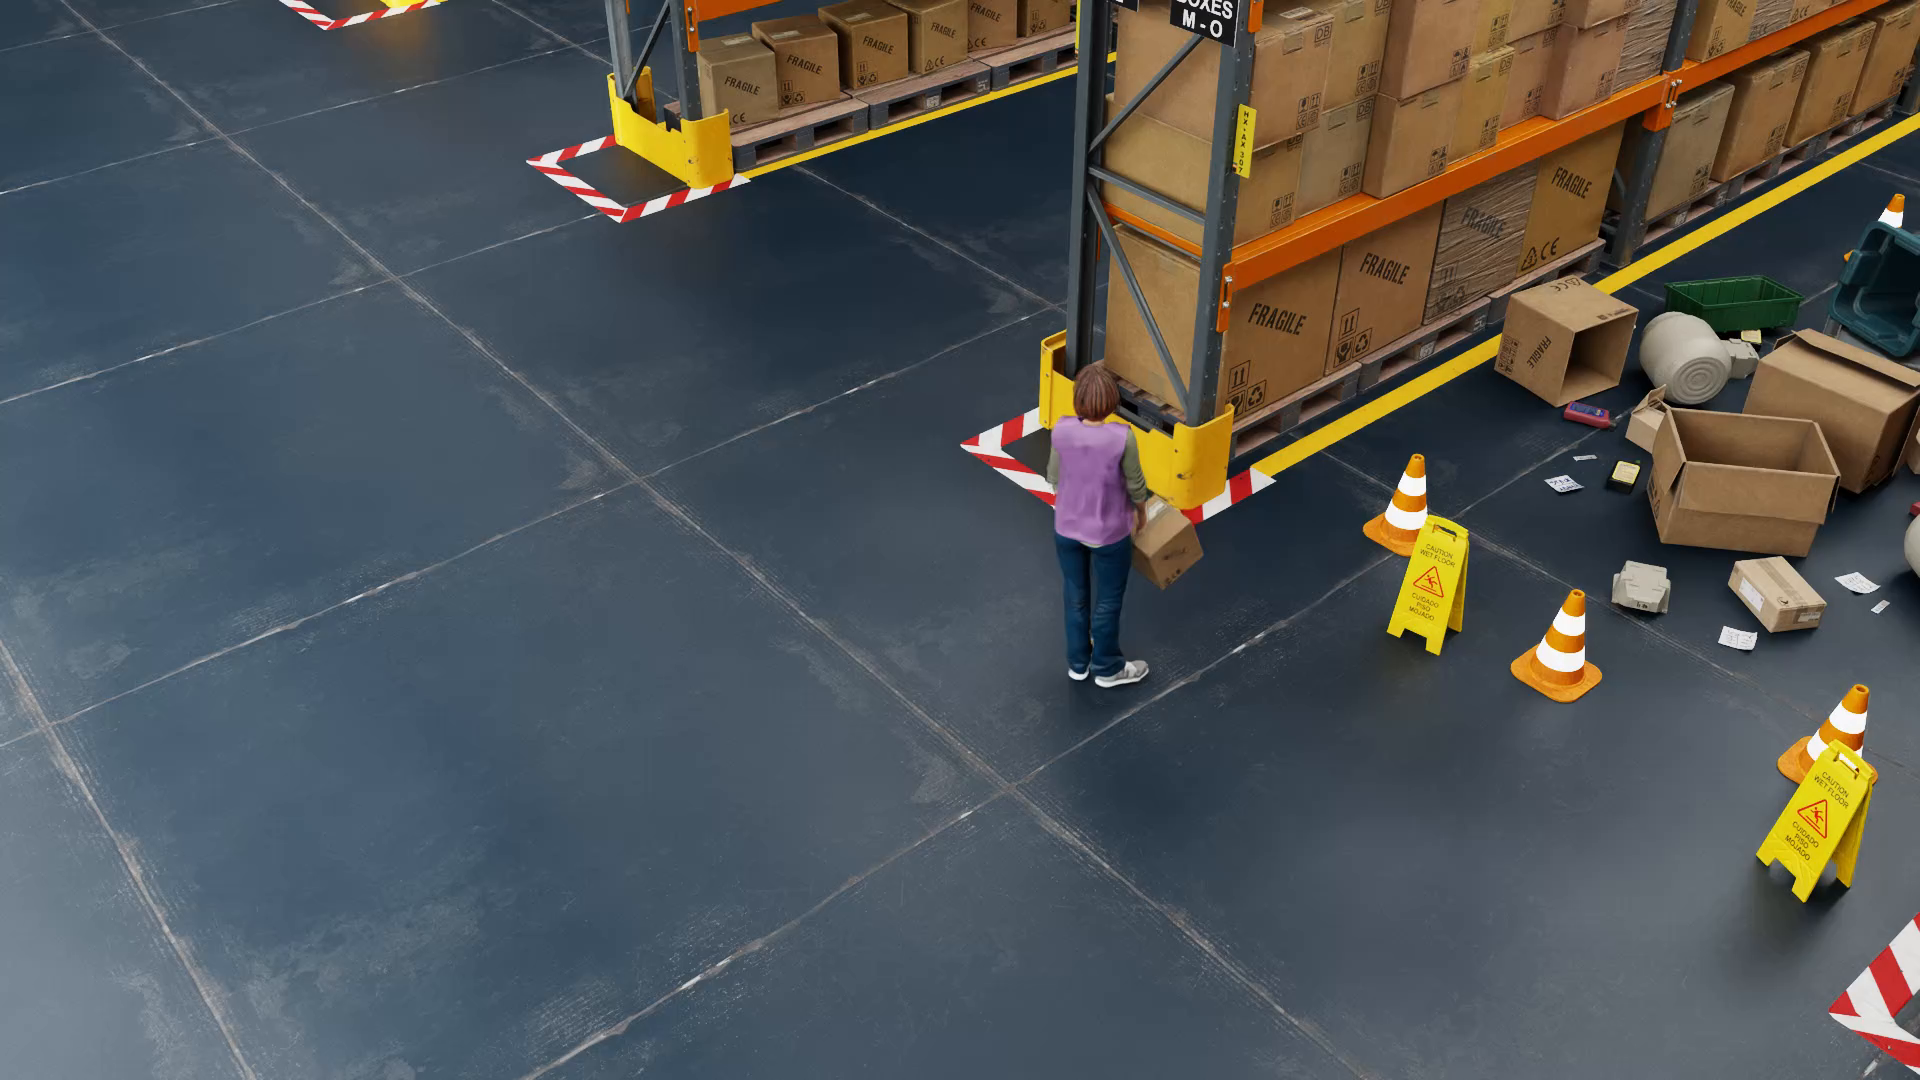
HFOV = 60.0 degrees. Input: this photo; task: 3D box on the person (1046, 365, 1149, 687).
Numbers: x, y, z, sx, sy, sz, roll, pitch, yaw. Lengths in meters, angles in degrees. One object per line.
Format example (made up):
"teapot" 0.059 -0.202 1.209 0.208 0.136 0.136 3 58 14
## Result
"person" 0.608 -0.061 7.145 0.499 1.605 0.359 14 39 19
